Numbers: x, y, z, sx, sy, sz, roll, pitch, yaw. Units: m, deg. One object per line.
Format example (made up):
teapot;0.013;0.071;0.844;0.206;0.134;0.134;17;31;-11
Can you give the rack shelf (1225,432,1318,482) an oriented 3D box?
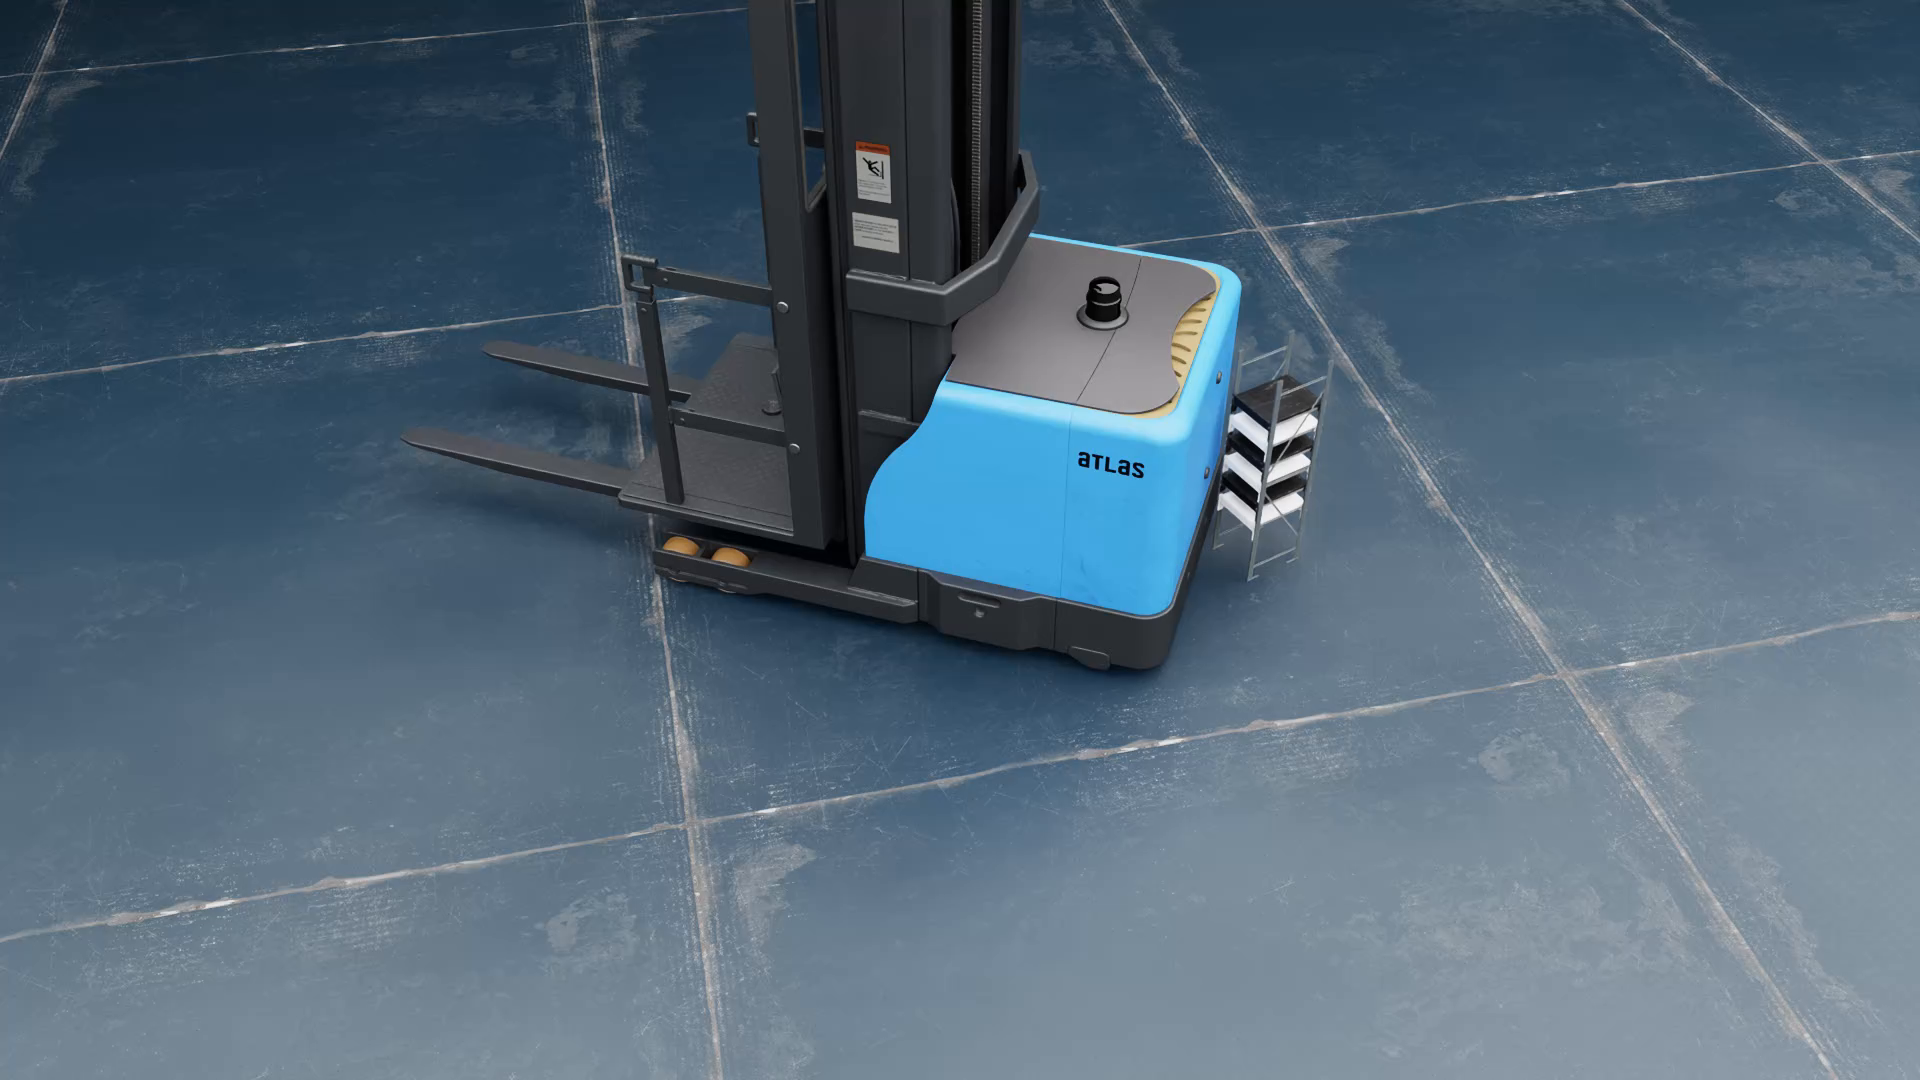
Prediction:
rack shelf;1.097;-0.327;5.855;0.258;0.077;0.200;-22;46;-23

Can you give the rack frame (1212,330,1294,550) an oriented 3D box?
rack frame;1.044;-0.342;5.957;0.240;0.900;0.006;-22;46;-23

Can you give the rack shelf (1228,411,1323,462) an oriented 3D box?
rack shelf;1.097;-0.394;5.795;0.258;0.077;0.200;-22;46;-23

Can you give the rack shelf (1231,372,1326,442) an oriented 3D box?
rack shelf;1.097;-0.461;5.735;0.258;0.077;0.200;-22;46;-23

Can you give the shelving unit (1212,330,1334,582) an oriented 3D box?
shelving unit;1.097;-0.284;5.892;0.258;0.900;0.210;-22;46;-23

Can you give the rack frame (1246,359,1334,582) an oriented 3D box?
rack frame;1.150;-0.227;5.828;0.240;0.900;0.006;-22;46;-23

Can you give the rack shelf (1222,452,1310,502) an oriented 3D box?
rack shelf;1.097;-0.259;5.915;0.258;0.077;0.200;-22;46;-23

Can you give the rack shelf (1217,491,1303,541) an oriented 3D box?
rack shelf;1.097;-0.125;6.034;0.258;0.077;0.200;-22;46;-23

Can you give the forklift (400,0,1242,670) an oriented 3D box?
forklift;-0.599;-1.224;5.421;3.031;2.935;1.130;12;43;13

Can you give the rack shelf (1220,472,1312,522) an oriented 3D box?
rack shelf;1.097;-0.192;5.974;0.258;0.077;0.200;-22;46;-23
